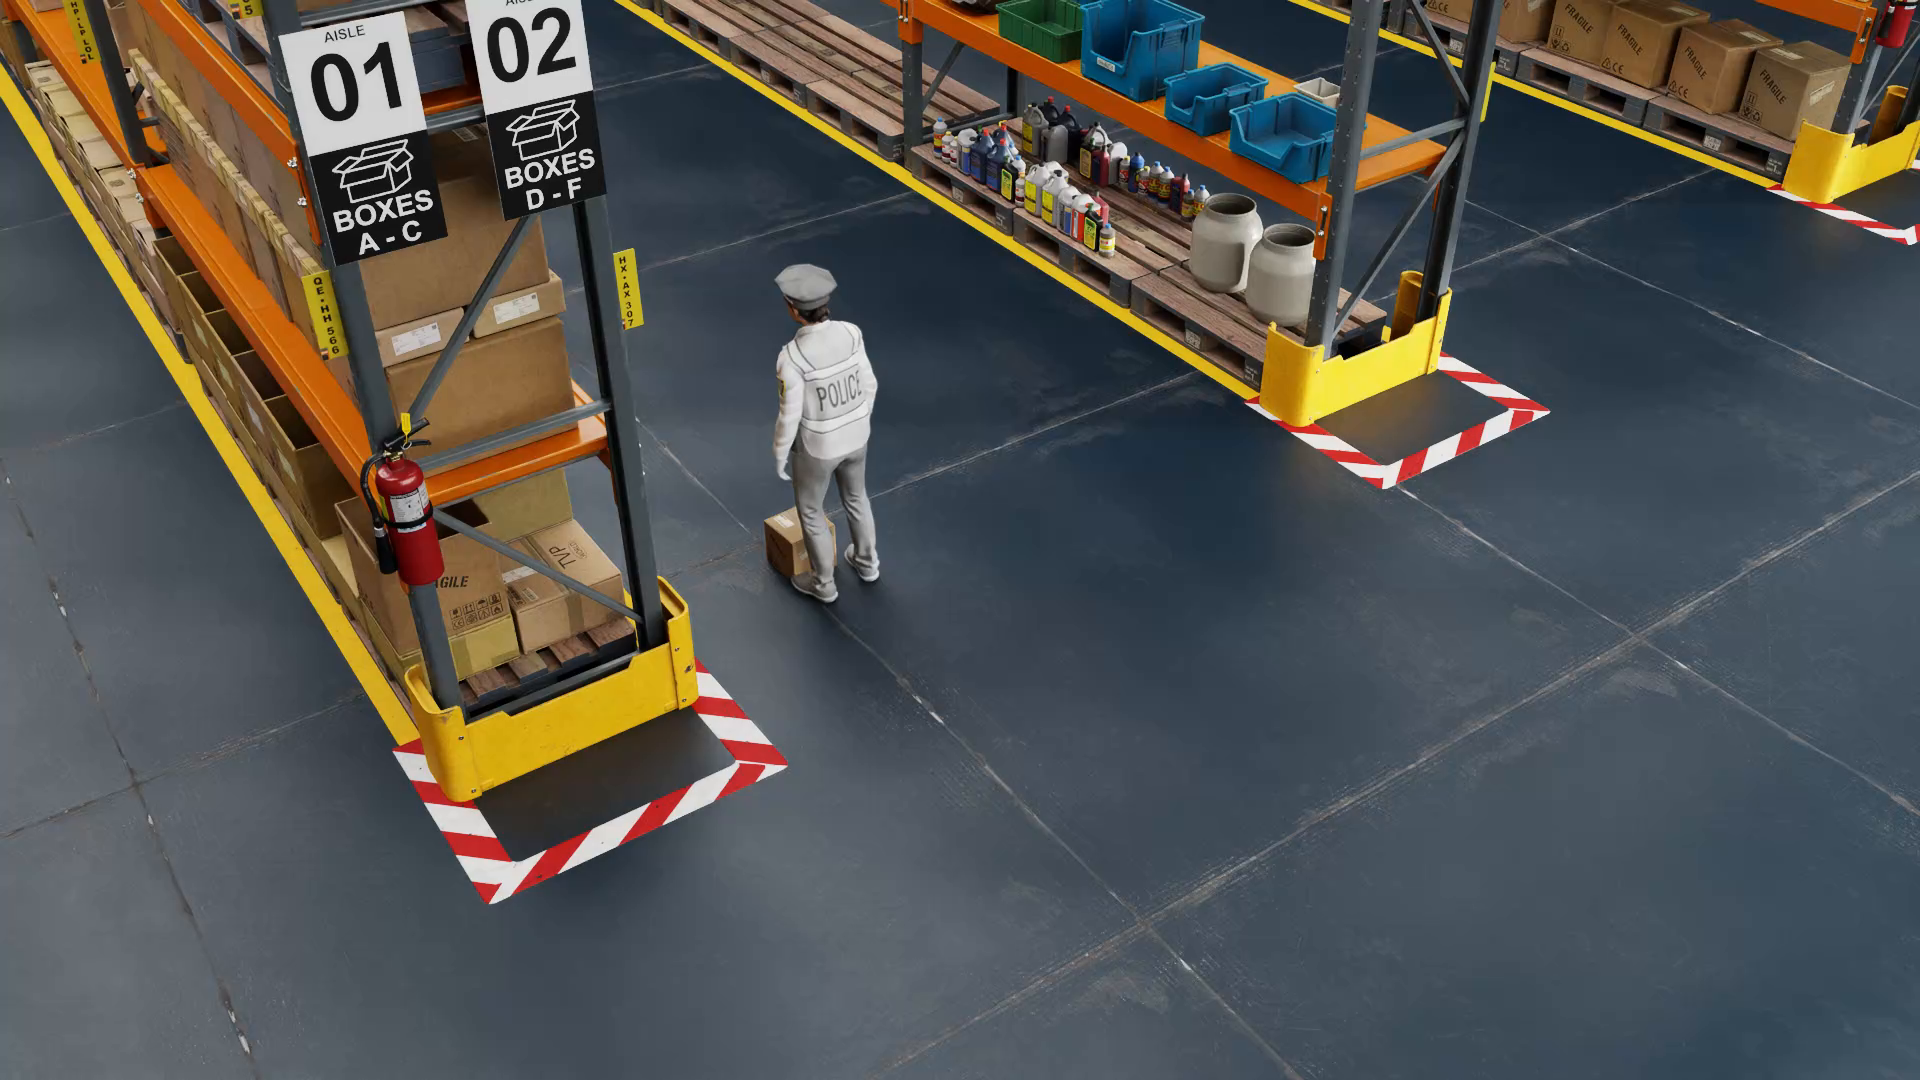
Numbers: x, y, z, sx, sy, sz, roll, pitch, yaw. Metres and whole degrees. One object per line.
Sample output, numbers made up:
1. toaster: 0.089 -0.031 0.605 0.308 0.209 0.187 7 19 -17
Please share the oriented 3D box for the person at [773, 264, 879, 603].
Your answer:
1. person: -0.615 -0.453 7.607 0.540 1.663 0.375 -26 44 -30
